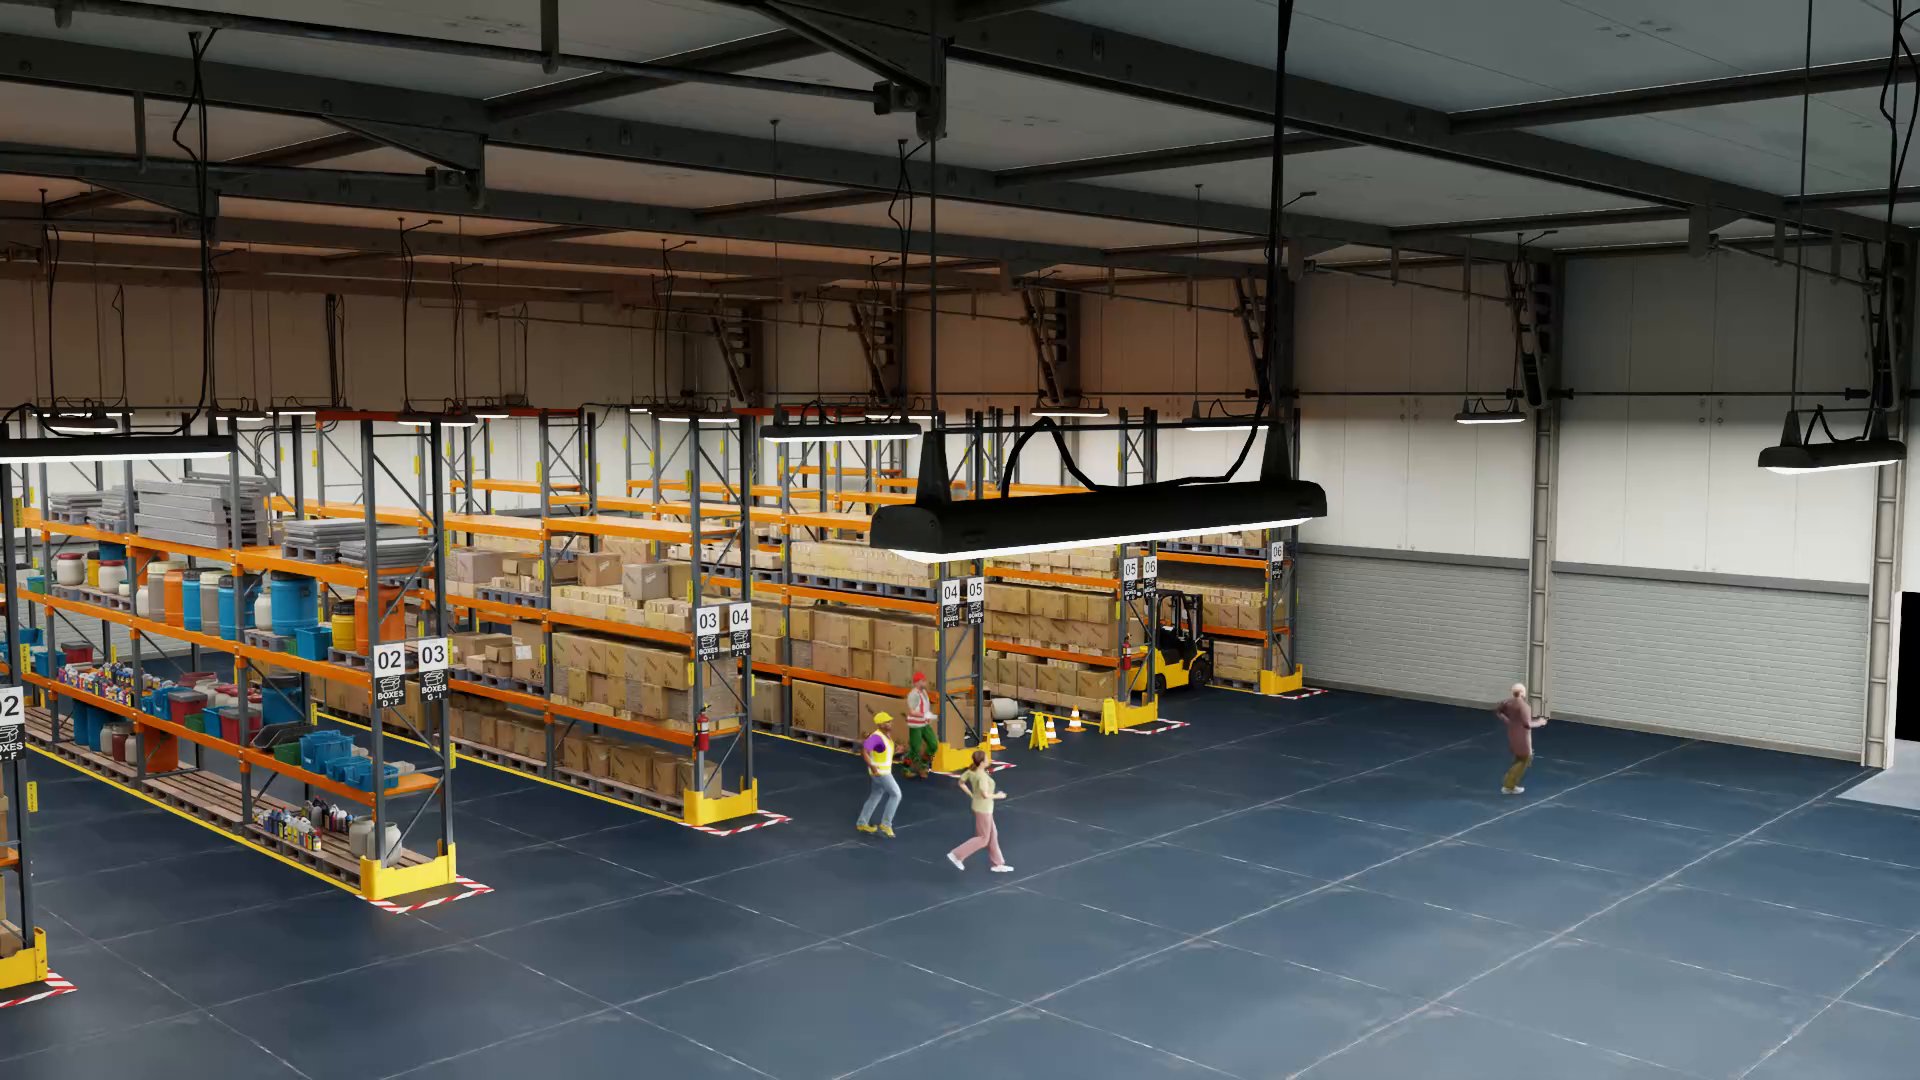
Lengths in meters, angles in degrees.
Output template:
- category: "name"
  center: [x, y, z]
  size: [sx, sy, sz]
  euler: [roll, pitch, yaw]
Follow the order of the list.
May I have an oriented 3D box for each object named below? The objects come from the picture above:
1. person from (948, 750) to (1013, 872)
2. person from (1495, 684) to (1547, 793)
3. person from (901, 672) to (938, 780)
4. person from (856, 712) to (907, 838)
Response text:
- category: "person"
  center: [0.265, 3.567, 21.745]
  size: [0.935, 1.663, 0.578]
  euler: [-2, 5, -20]
- category: "person"
  center: [8.872, 3.134, 26.233]
  size: [0.681, 1.768, 0.693]
  euler: [-1, 5, -8]
- category: "person"
  center: [-0.628, 3.055, 27.119]
  size: [0.710, 1.820, 0.690]
  euler: [3, 6, 28]
- category: "person"
  center: [-1.119, 3.363, 23.805]
  size: [0.747, 1.823, 0.661]
  euler: [0, 5, -5]
